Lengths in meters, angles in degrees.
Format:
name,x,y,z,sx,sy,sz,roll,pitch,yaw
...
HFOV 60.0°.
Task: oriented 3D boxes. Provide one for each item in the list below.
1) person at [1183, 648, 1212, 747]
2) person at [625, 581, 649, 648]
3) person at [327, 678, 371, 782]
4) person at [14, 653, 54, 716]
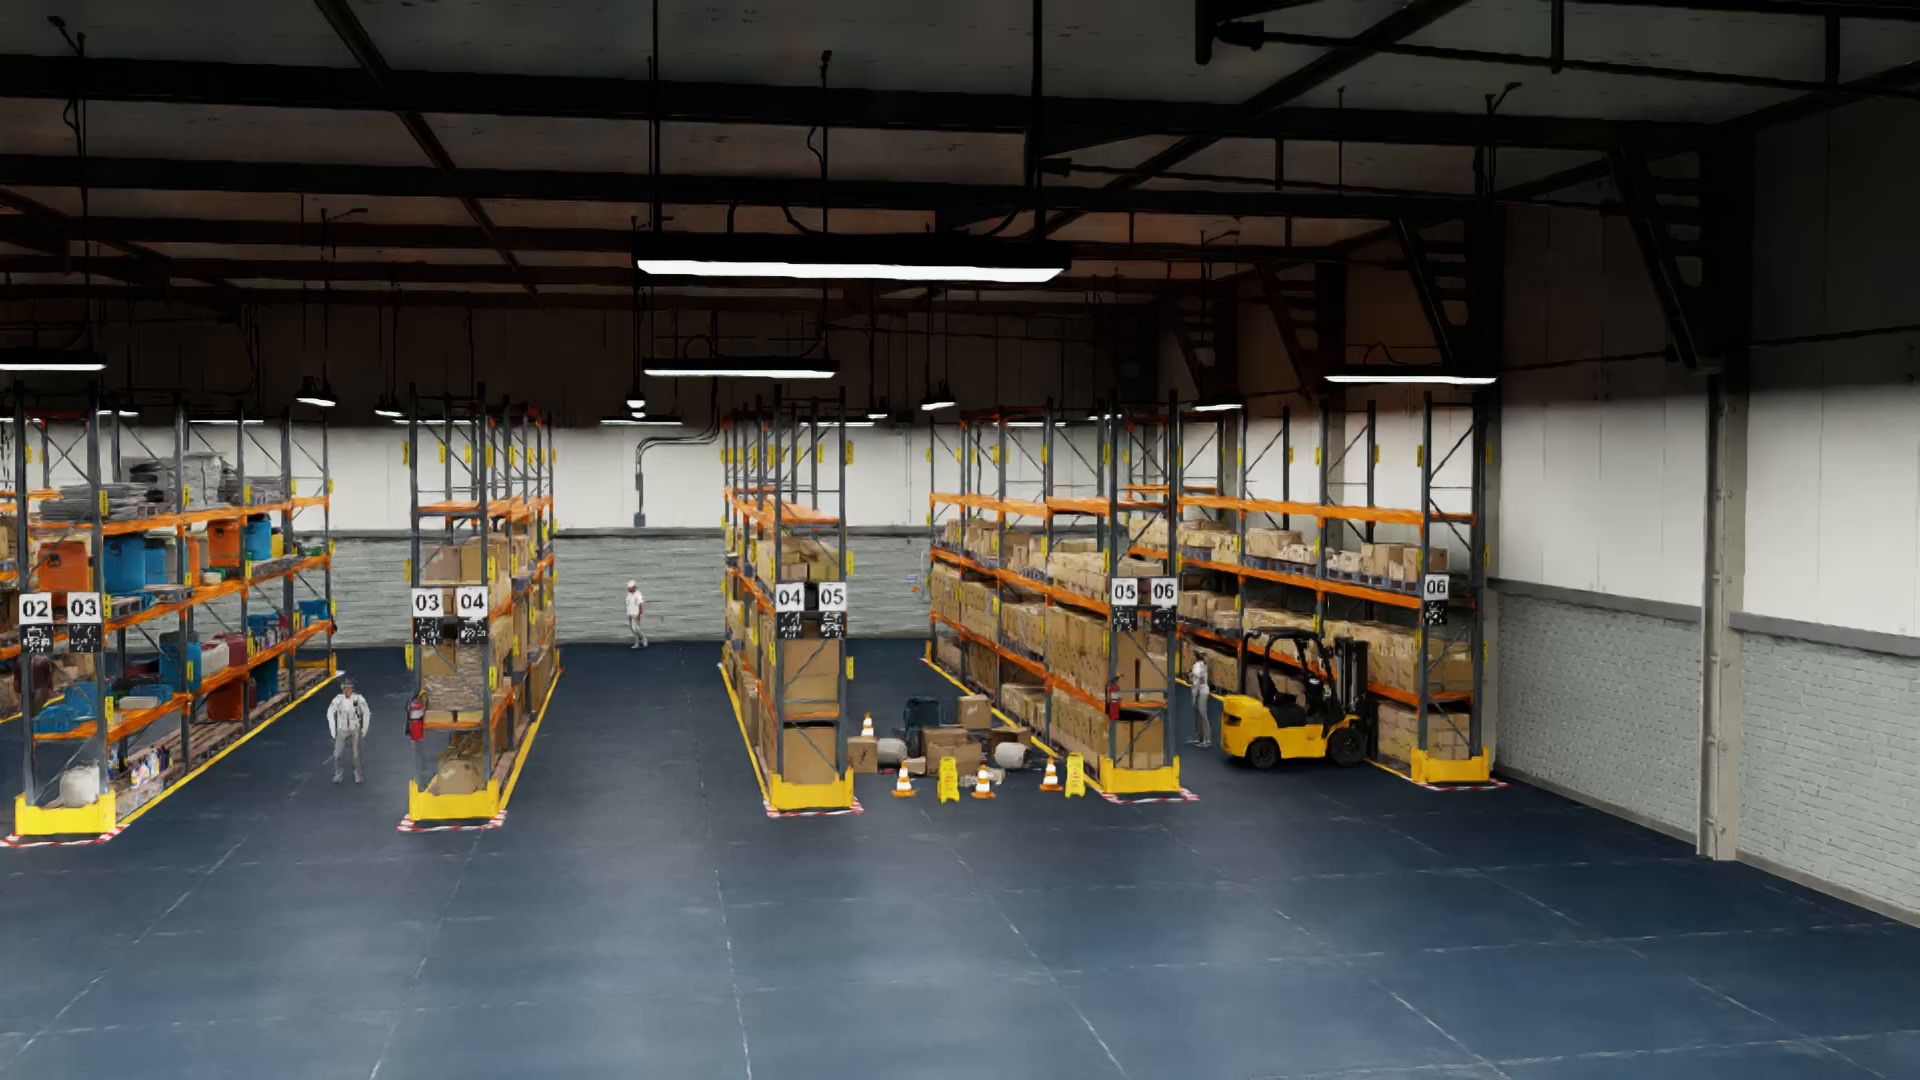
name,x,y,z,sx,sy,sz,roll,pitch,yaw
person,4.102,2.704,28.714,0.543,1.656,0.572,1,3,20
person,-8.382,1.928,43.107,0.457,1.760,0.714,-3,4,-45
person,-9.355,2.903,25.465,0.639,1.632,0.512,-1,3,-13
person,-16.399,2.646,29.355,0.574,1.698,1.193,0,3,-8
